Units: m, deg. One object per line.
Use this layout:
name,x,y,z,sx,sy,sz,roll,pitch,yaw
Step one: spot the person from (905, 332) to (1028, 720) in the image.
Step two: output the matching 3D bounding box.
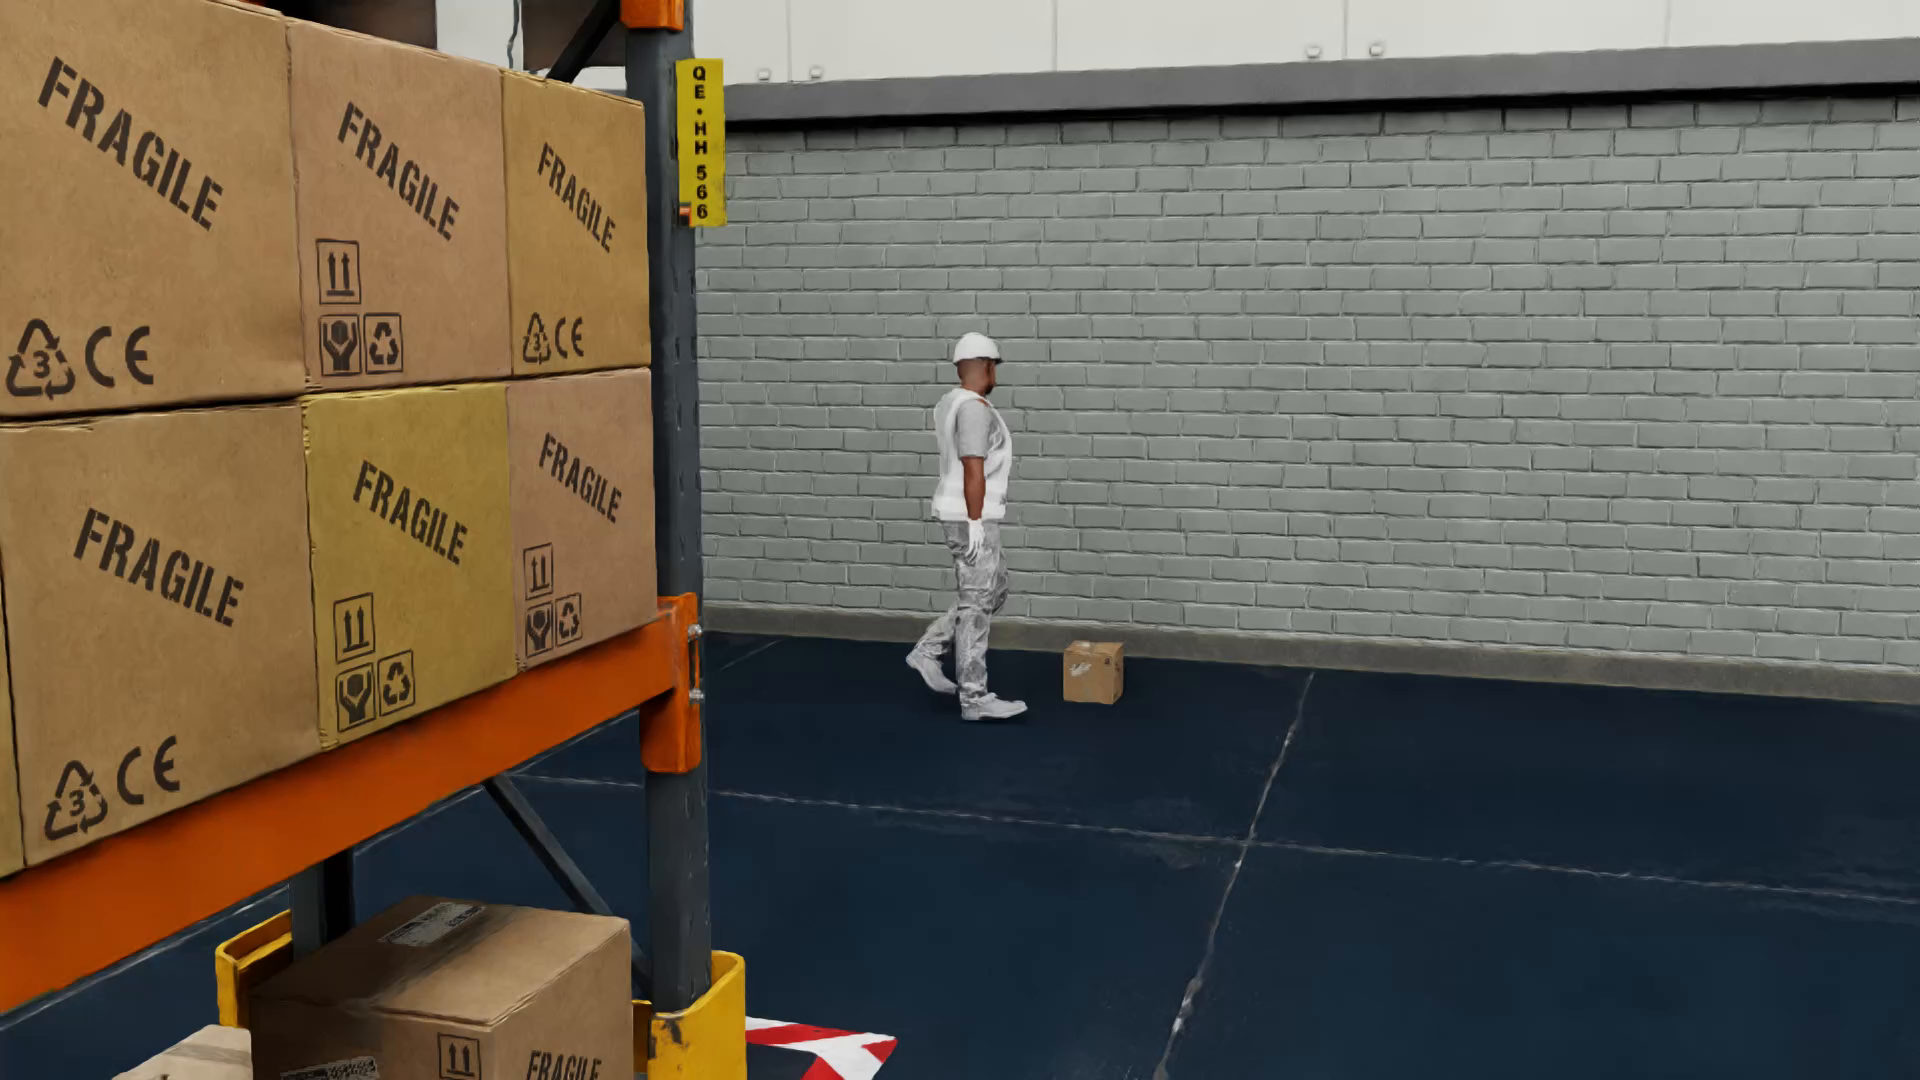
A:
person,0.016,-0.077,7.762,0.518,1.769,0.631,-1,8,-9
